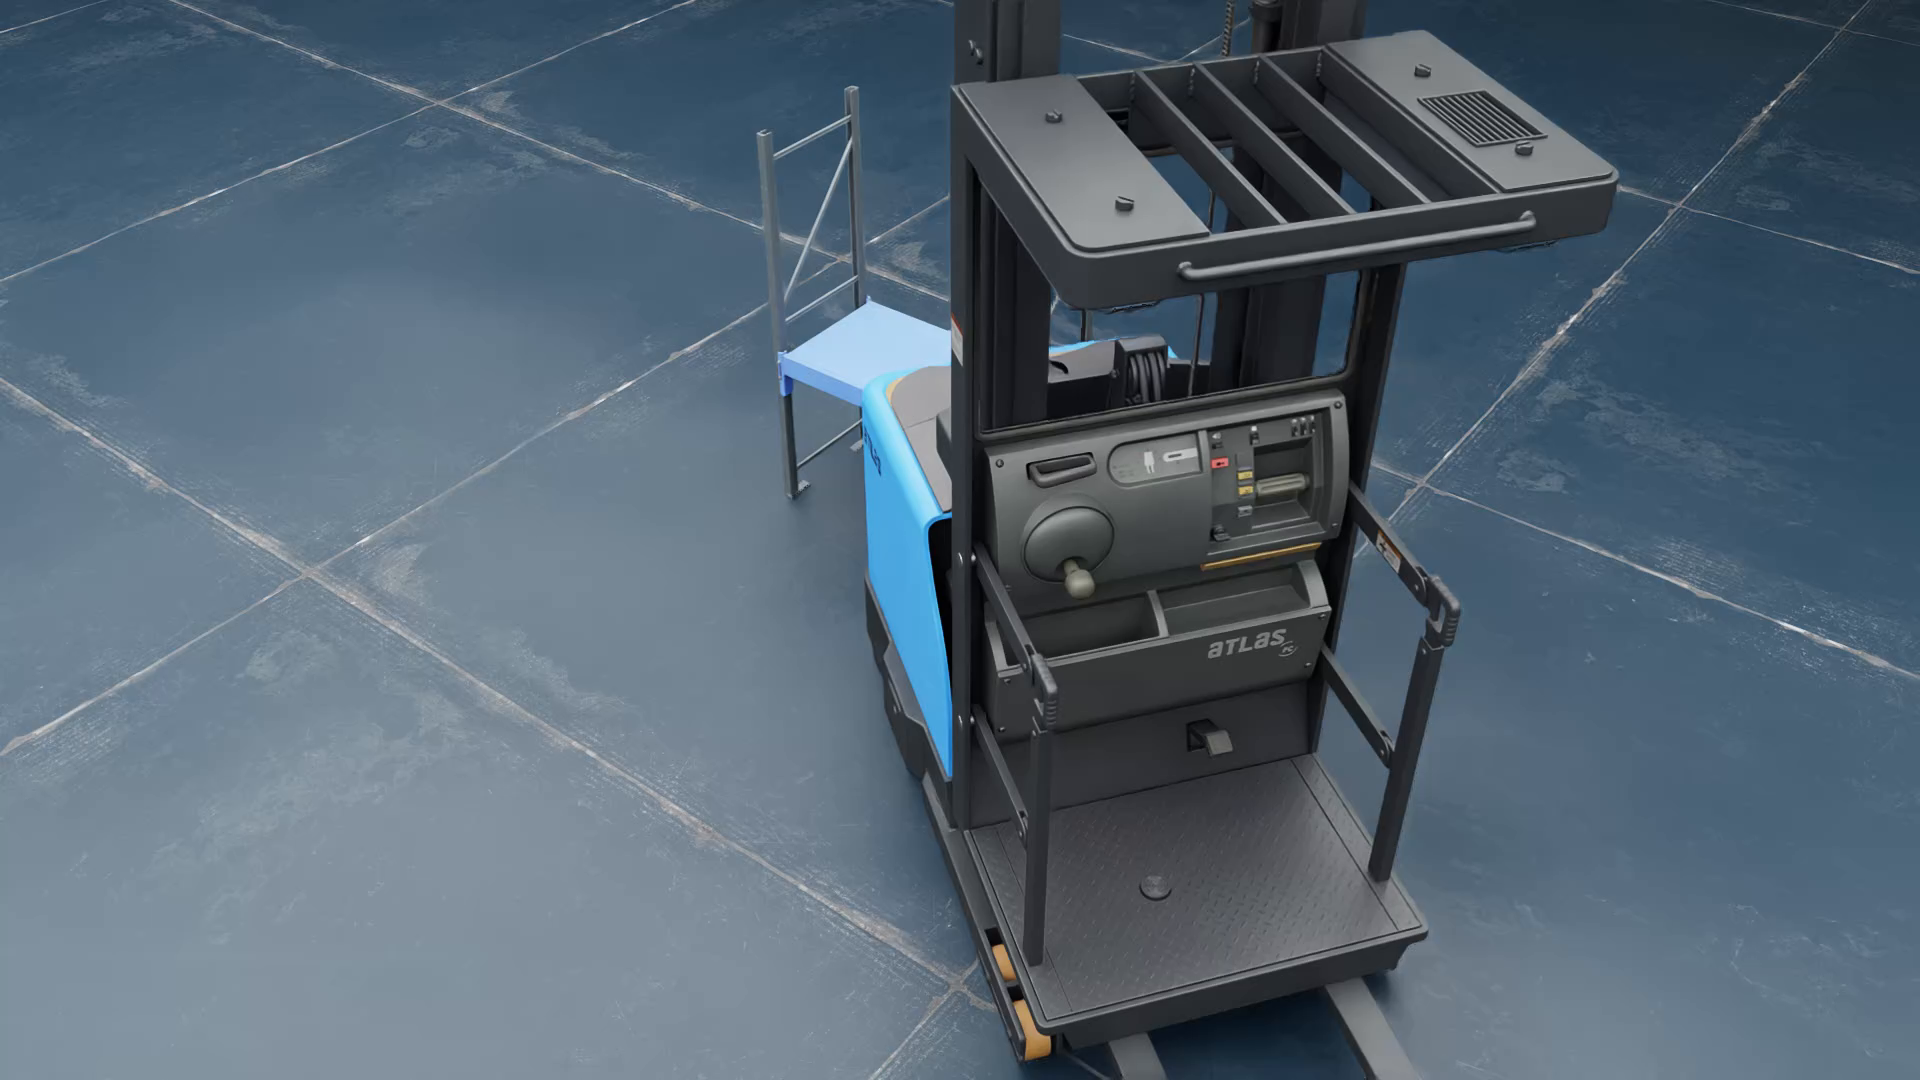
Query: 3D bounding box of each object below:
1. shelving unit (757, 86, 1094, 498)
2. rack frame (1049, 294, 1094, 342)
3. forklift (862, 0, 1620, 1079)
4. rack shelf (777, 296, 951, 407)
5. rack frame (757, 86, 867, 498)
[{"bbox_3d":[-0.110,-0.696,5.922,1.048,1.500,0.538,25,44,28],"label":"shelving unit"},{"bbox_3d":[0.298,-0.508,5.683,0.032,1.500,0.500,25,44,28],"label":"rack frame"},{"bbox_3d":[0.585,-0.036,3.918,1.130,2.935,3.031,-10,39,-13],"label":"forklift"},{"bbox_3d":[-0.110,-0.554,6.033,1.000,0.185,0.538,25,44,28],"label":"rack shelf"},{"bbox_3d":[-0.518,-0.883,6.161,0.032,1.500,0.500,25,44,28],"label":"rack frame"}]
